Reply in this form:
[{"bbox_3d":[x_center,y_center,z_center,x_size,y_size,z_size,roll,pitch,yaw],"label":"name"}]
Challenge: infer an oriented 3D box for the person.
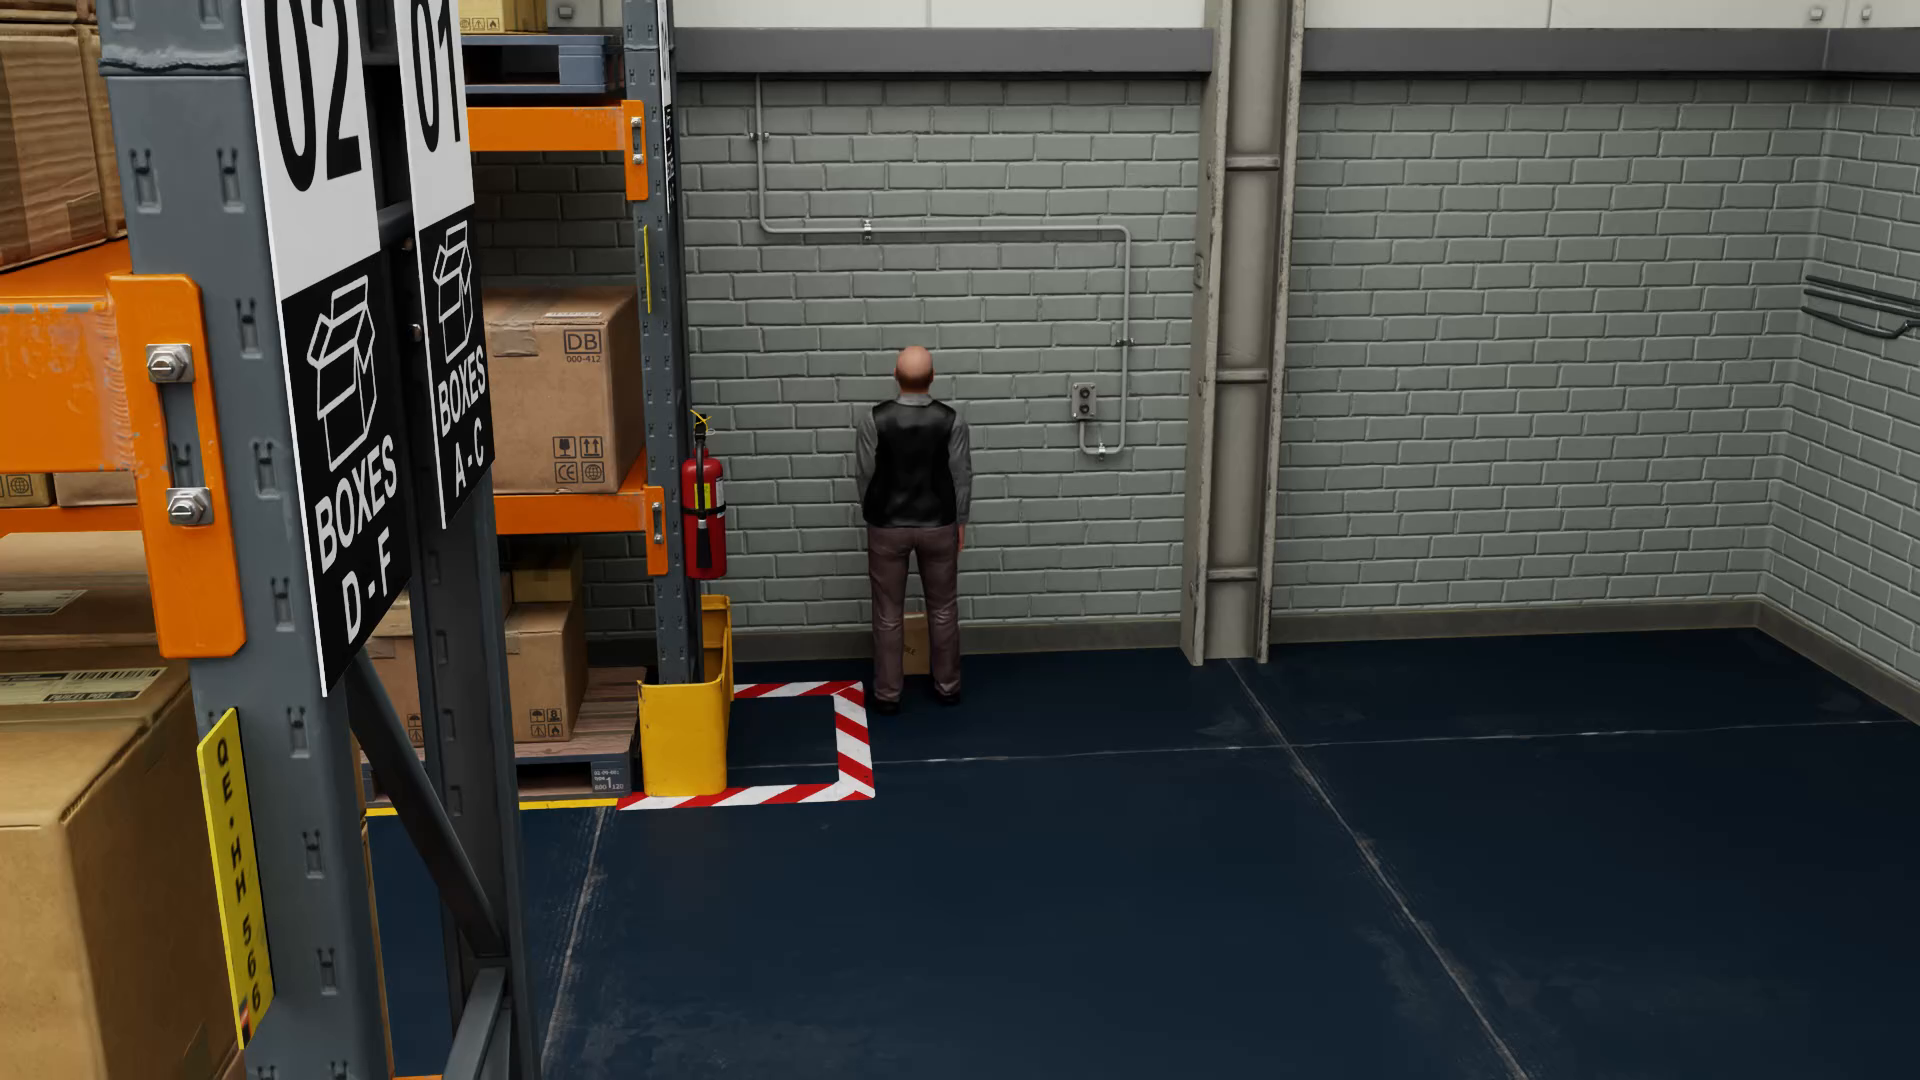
[{"bbox_3d":[-0.218,0.040,7.773,0.537,1.527,0.399,-2,17,-7],"label":"person"}]
